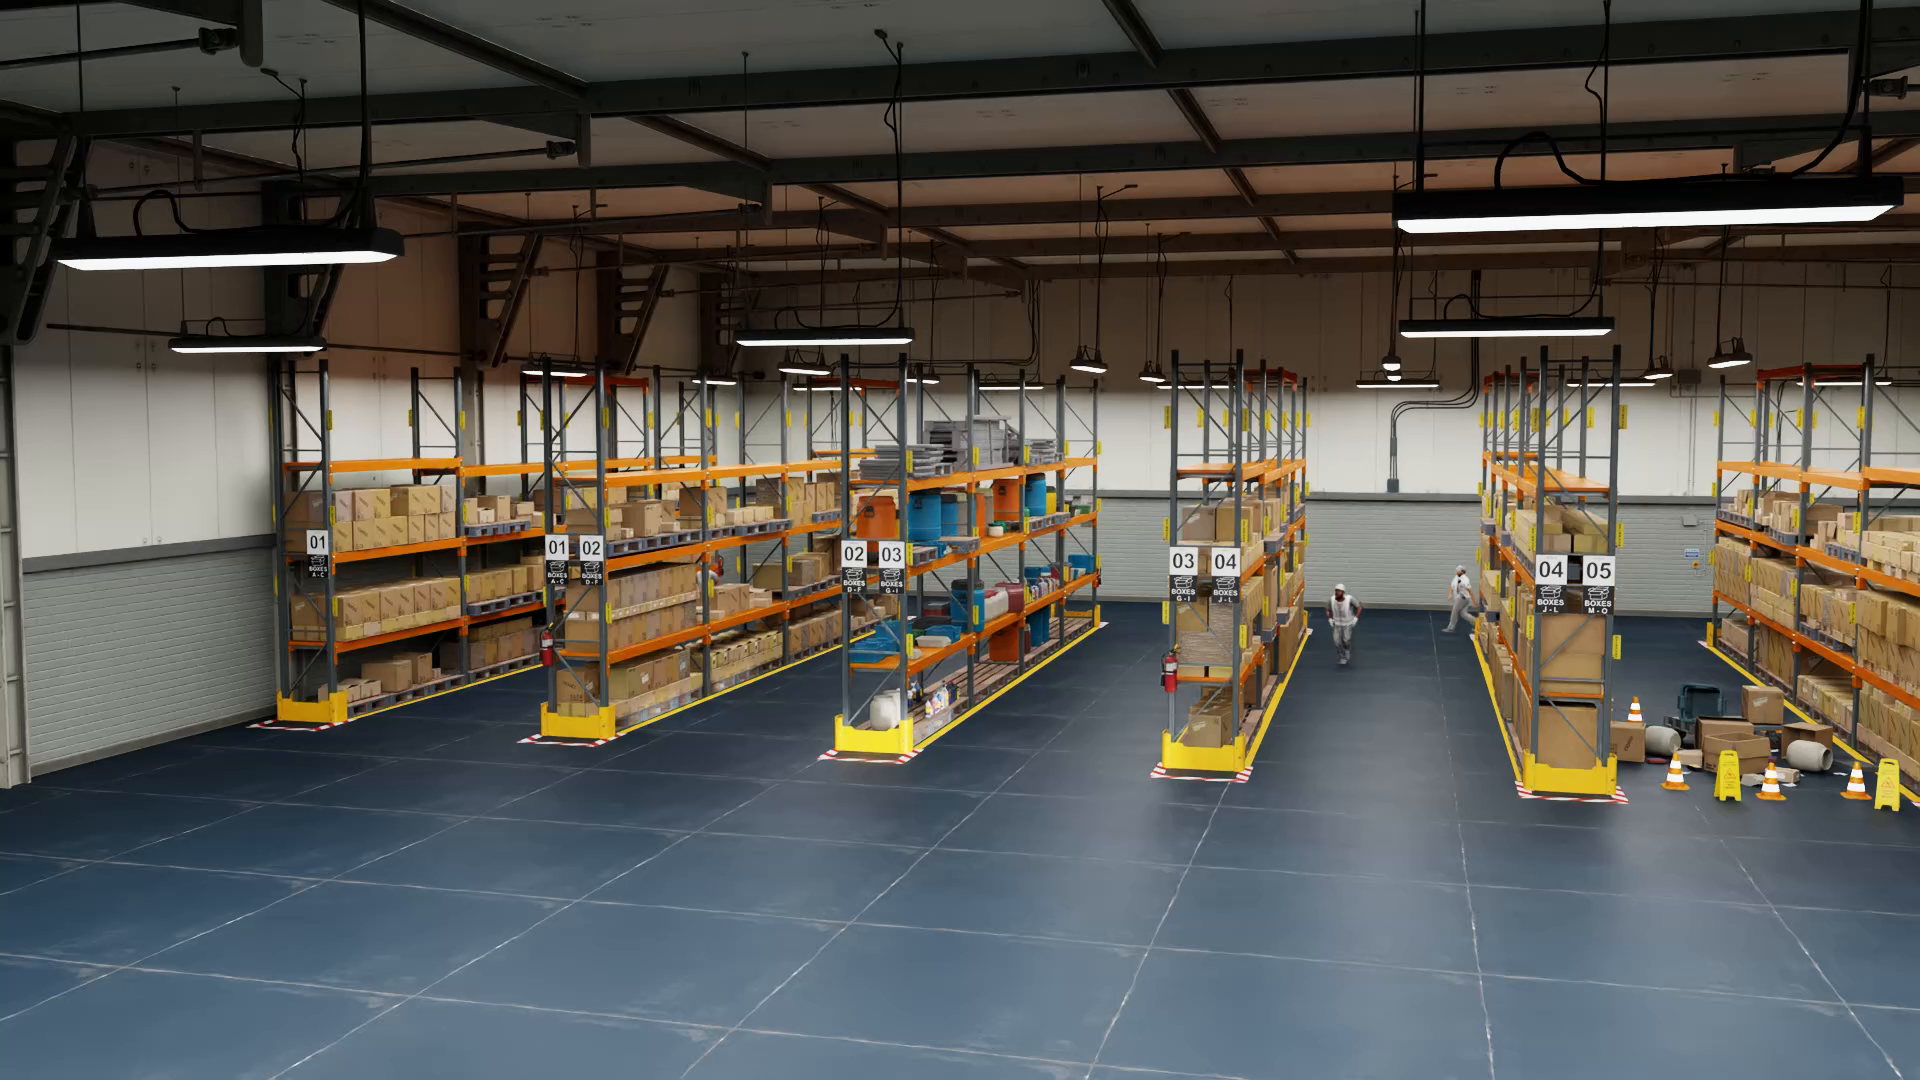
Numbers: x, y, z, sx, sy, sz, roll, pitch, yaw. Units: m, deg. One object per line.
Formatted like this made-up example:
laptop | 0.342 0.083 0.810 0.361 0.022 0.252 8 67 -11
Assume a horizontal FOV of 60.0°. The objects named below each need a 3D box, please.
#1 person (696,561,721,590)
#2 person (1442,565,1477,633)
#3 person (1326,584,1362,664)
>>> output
person | -6.065 1.314 39.671 0.645 1.685 0.635 2 4 22
person | 11.809 1.384 39.046 0.905 1.608 0.476 0 4 3
person | 7.849 1.719 34.034 0.727 1.682 0.651 2 4 22
